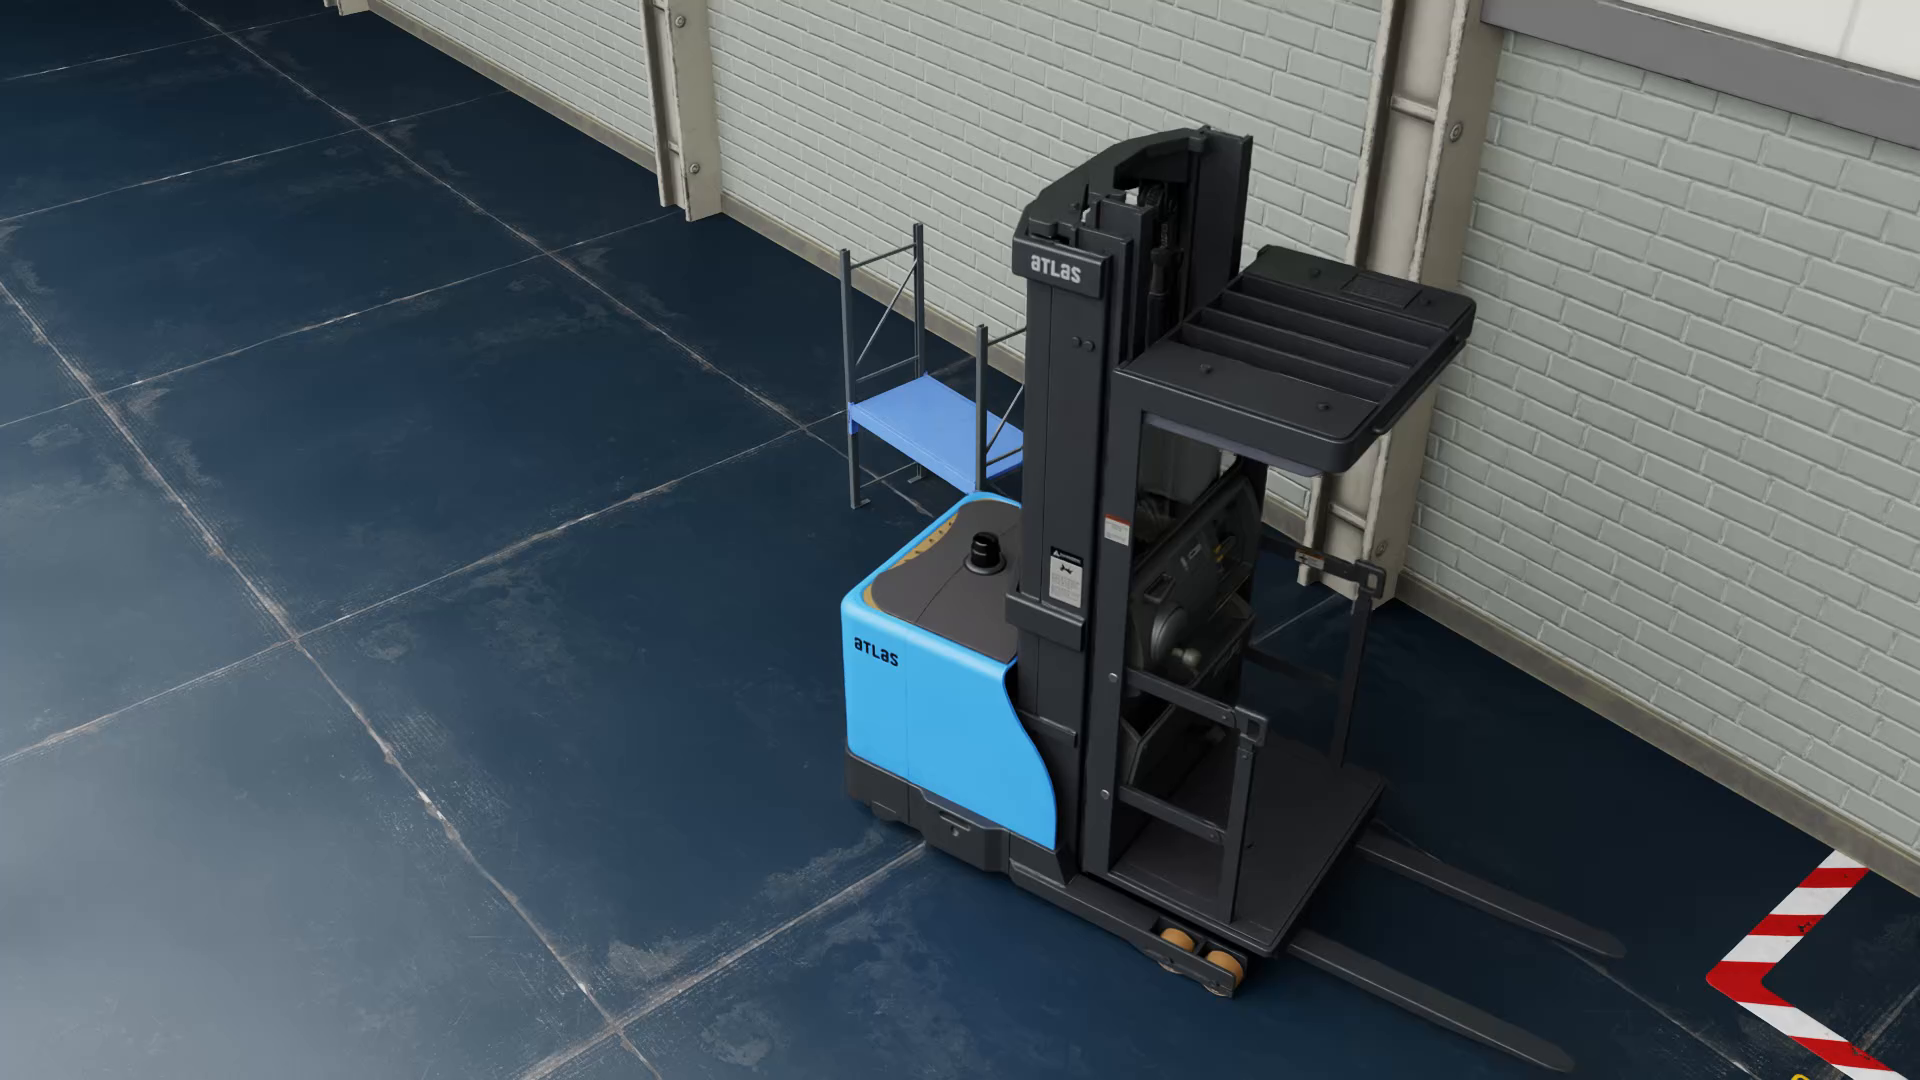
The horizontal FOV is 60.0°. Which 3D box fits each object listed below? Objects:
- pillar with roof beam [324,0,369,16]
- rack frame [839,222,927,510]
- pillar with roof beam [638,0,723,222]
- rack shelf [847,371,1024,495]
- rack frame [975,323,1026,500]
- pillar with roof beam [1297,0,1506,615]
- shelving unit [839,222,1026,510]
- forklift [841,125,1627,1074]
[{"bbox_3d":[-9.096,-7.127,10.928,9.100,9.000,0.400,-26,43,-32],"label":"pillar with roof beam"},{"bbox_3d":[-0.383,-0.874,8.588,0.500,1.500,0.032,-26,43,-32],"label":"rack frame"},{"bbox_3d":[-5.224,-4.478,7.188,9.100,9.000,0.400,-26,43,-32],"label":"pillar with roof beam"},{"bbox_3d":[-0.055,-0.503,8.375,0.538,0.185,1.000,-26,43,-32],"label":"rack shelf"},{"bbox_3d":[0.273,-0.425,7.954,0.500,1.500,0.032,-26,43,-32],"label":"rack frame"},{"bbox_3d":[-1.352,-1.829,3.448,9.100,9.000,0.400,-26,43,-32],"label":"pillar with roof beam"},{"bbox_3d":[-0.055,-0.650,8.271,0.538,1.500,1.048,-26,43,-32],"label":"shelving unit"},{"bbox_3d":[1.025,0.160,5.890,3.031,2.935,1.130,21,41,27],"label":"forklift"}]
